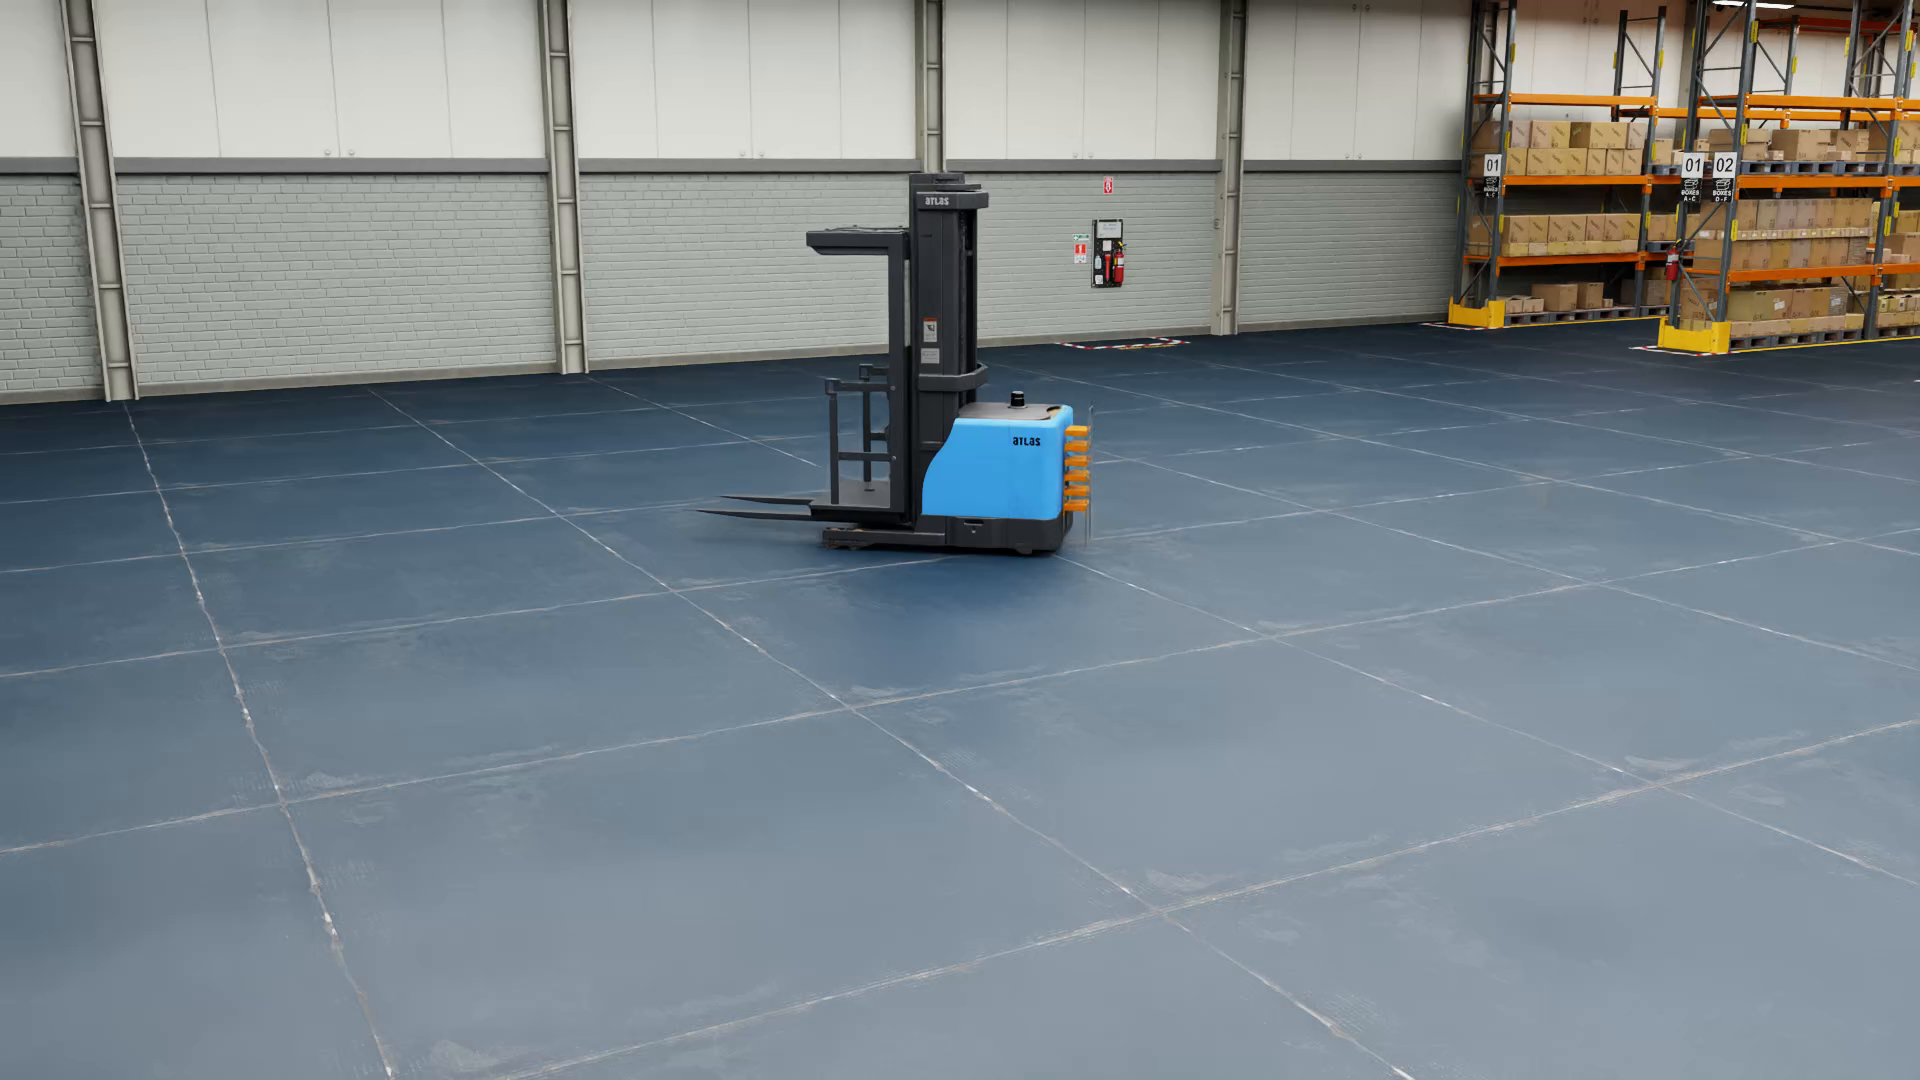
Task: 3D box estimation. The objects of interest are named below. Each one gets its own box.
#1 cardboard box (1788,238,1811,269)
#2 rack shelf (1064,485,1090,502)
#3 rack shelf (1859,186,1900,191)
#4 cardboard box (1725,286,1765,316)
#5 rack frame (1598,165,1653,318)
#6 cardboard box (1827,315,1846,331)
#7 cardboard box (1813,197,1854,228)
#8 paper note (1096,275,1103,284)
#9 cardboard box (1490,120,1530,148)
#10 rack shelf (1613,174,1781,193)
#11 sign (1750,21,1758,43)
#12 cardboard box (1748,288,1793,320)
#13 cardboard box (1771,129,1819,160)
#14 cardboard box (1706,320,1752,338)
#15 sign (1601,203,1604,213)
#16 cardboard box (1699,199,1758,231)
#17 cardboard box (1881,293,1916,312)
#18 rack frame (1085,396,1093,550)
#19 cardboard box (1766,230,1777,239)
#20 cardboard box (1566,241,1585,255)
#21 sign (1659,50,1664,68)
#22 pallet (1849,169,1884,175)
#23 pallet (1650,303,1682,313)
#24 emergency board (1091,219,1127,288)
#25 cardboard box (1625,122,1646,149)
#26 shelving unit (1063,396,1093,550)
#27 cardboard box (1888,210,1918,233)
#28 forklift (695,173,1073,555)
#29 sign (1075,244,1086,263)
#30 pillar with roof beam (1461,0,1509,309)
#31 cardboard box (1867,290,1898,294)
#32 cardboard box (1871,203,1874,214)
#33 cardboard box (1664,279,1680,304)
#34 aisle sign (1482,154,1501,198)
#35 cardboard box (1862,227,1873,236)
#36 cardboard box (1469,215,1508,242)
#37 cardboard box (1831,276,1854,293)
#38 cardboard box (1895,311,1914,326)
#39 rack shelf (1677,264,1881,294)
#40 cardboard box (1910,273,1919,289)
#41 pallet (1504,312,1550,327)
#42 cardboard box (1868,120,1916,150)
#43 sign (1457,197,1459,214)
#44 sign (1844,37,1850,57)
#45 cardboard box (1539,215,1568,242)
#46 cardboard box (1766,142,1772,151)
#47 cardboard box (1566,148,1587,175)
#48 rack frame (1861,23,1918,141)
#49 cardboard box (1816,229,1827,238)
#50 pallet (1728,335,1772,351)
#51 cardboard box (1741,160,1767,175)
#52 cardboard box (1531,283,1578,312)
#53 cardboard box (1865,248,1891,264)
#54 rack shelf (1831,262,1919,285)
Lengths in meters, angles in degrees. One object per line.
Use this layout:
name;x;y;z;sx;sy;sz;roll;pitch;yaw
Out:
cardboard box;14.012;-4.905;28.345;0.500;0.500;0.700;-6;14;-26
rack shelf;0.937;-0.374;13.286;0.180;0.103;0.258;3;13;12
rack shelf;22.150;-8.186;37.957;4.000;0.370;1.077;-7;14;-28
cardboard box;13.437;-4.097;28.582;0.500;0.500;0.500;-7;14;-28
rack frame;13.372;-6.021;33.533;0.127;3.000;1.000;-7;14;-28
cardboard box;15.003;-3.789;28.919;0.500;0.250;0.500;-7;14;-28
cardboard box;14.920;-5.648;28.689;0.500;0.500;0.700;-7;14;-28
paper note;2.419;-4.522;28.877;0.142;0.148;0.016;-7;14;-28
cardboard box;10.316;-7.604;31.183;0.500;0.500;0.500;-8;15;-32
rack shelf;15.128;-7.344;34.217;4.000;0.370;1.077;-7;14;-28
sign;12.499;-7.998;26.166;0.005;0.325;0.100;-7;14;-28
cardboard box;13.686;-3.997;28.137;0.500;0.500;0.500;-7;14;-28
cardboard box;13.827;-6.554;27.563;0.500;0.500;0.500;-7;14;-28
cardboard box;12.816;-3.523;27.739;0.500;0.250;0.500;-7;14;-28
sign;13.103;-6.693;33.879;0.005;0.325;0.100;-7;14;-28
cardboard box;12.701;-5.380;27.502;0.500;0.500;0.700;-7;14;-28
cardboard box;16.673;-4.251;29.696;0.500;0.311;0.500;-7;14;-29
rack frame;1.027;-0.530;13.231;0.006;1.200;0.240;3;13;12
cardboard box;13.359;-5.092;27.697;0.250;0.149;0.380;-7;14;-29
cardboard box;11.786;-5.690;32.356;0.500;0.250;0.500;-7;14;-27
sign;13.616;-9.336;32.290;0.005;0.325;0.100;-7;14;-28
pallet;19.613;-8.127;36.493;1.217;0.209;0.805;-8;15;-30
pallet;15.127;-4.872;34.778;1.213;0.211;1.003;-7;14;-28
emergency board;2.608;-4.957;28.804;0.643;1.169;0.194;-7;14;-28
cardboard box;13.063;-7.926;32.614;0.500;0.500;0.500;-8;15;-33
shelving unit;0.937;-0.534;13.250;0.189;1.200;0.258;3;13;12
cardboard box;20.878;-7.063;37.479;0.700;0.700;0.980;-7;14;-27
forklift;-0.633;-1.460;13.420;3.031;2.935;1.130;3;13;12
sign;2.073;-4.936;28.630;0.234;0.329;0.001;-7;14;-28
pillar with roof beam;12.124;-7.938;28.386;0.548;9.000;9.100;-7;14;-28
cardboard box;16.860;-4.410;30.402;0.500;0.311;0.500;-7;14;-28
cardboard box;19.654;-7.282;36.476;0.500;0.250;0.500;-6;14;-27
cardboard box;14.440;-5.161;34.402;0.500;0.500;0.700;-7;15;-29
aisle sign;9.942;-6.803;31.087;0.004;0.787;0.394;-7;14;-28
cardboard box;15.613;-5.362;28.900;0.250;0.149;0.380;-7;14;-28
cardboard box;10.173;-5.994;31.997;0.500;0.500;0.500;-7;14;-28
cardboard box;19.107;-5.832;36.629;0.750;0.750;0.750;-6;14;-26
cardboard box;16.671;-3.979;29.763;0.500;0.250;0.500;-6;14;-26
rack shelf;13.994;-4.506;28.437;4.000;0.370;1.077;-7;14;-28
cardboard box;21.542;-5.959;37.995;0.500;0.500;0.700;-7;14;-28
pallet;10.658;-4.327;32.354;1.213;0.211;1.003;-7;14;-28
cardboard box;16.310;-7.085;29.106;0.500;0.500;0.500;-7;14;-27
sign;9.613;-6.429;31.986;0.005;0.325;0.100;-7;14;-28
sign;15.479;-8.592;28.982;0.005;0.325;0.100;-7;14;-28
cardboard box;11.320;-5.999;32.019;0.500;0.500;0.500;-7;15;-30
cardboard box;13.611;-6.570;28.066;0.500;0.311;0.500;-5;14;-21
cardboard box;11.677;-7.275;31.998;0.500;0.500;0.500;-6;14;-24
rack frame;20.394;-9.790;36.614;0.127;3.000;1.000;-7;14;-28
cardboard box;14.498;-5.229;28.308;0.250;0.149;0.380;-6;14;-26
pallet;12.890;-3.374;28.122;1.213;0.211;1.003;-7;14;-28
cardboard box;16.381;-7.744;34.513;0.500;0.311;0.500;-7;14;-28
cardboard box;11.680;-4.779;32.702;0.500;0.500;0.700;-8;15;-31
cardboard box;16.161;-5.054;29.577;0.500;0.250;0.500;-6;14;-24
rack shelf;17.505;-4.927;30.307;4.000;0.370;1.077;-7;14;-28
